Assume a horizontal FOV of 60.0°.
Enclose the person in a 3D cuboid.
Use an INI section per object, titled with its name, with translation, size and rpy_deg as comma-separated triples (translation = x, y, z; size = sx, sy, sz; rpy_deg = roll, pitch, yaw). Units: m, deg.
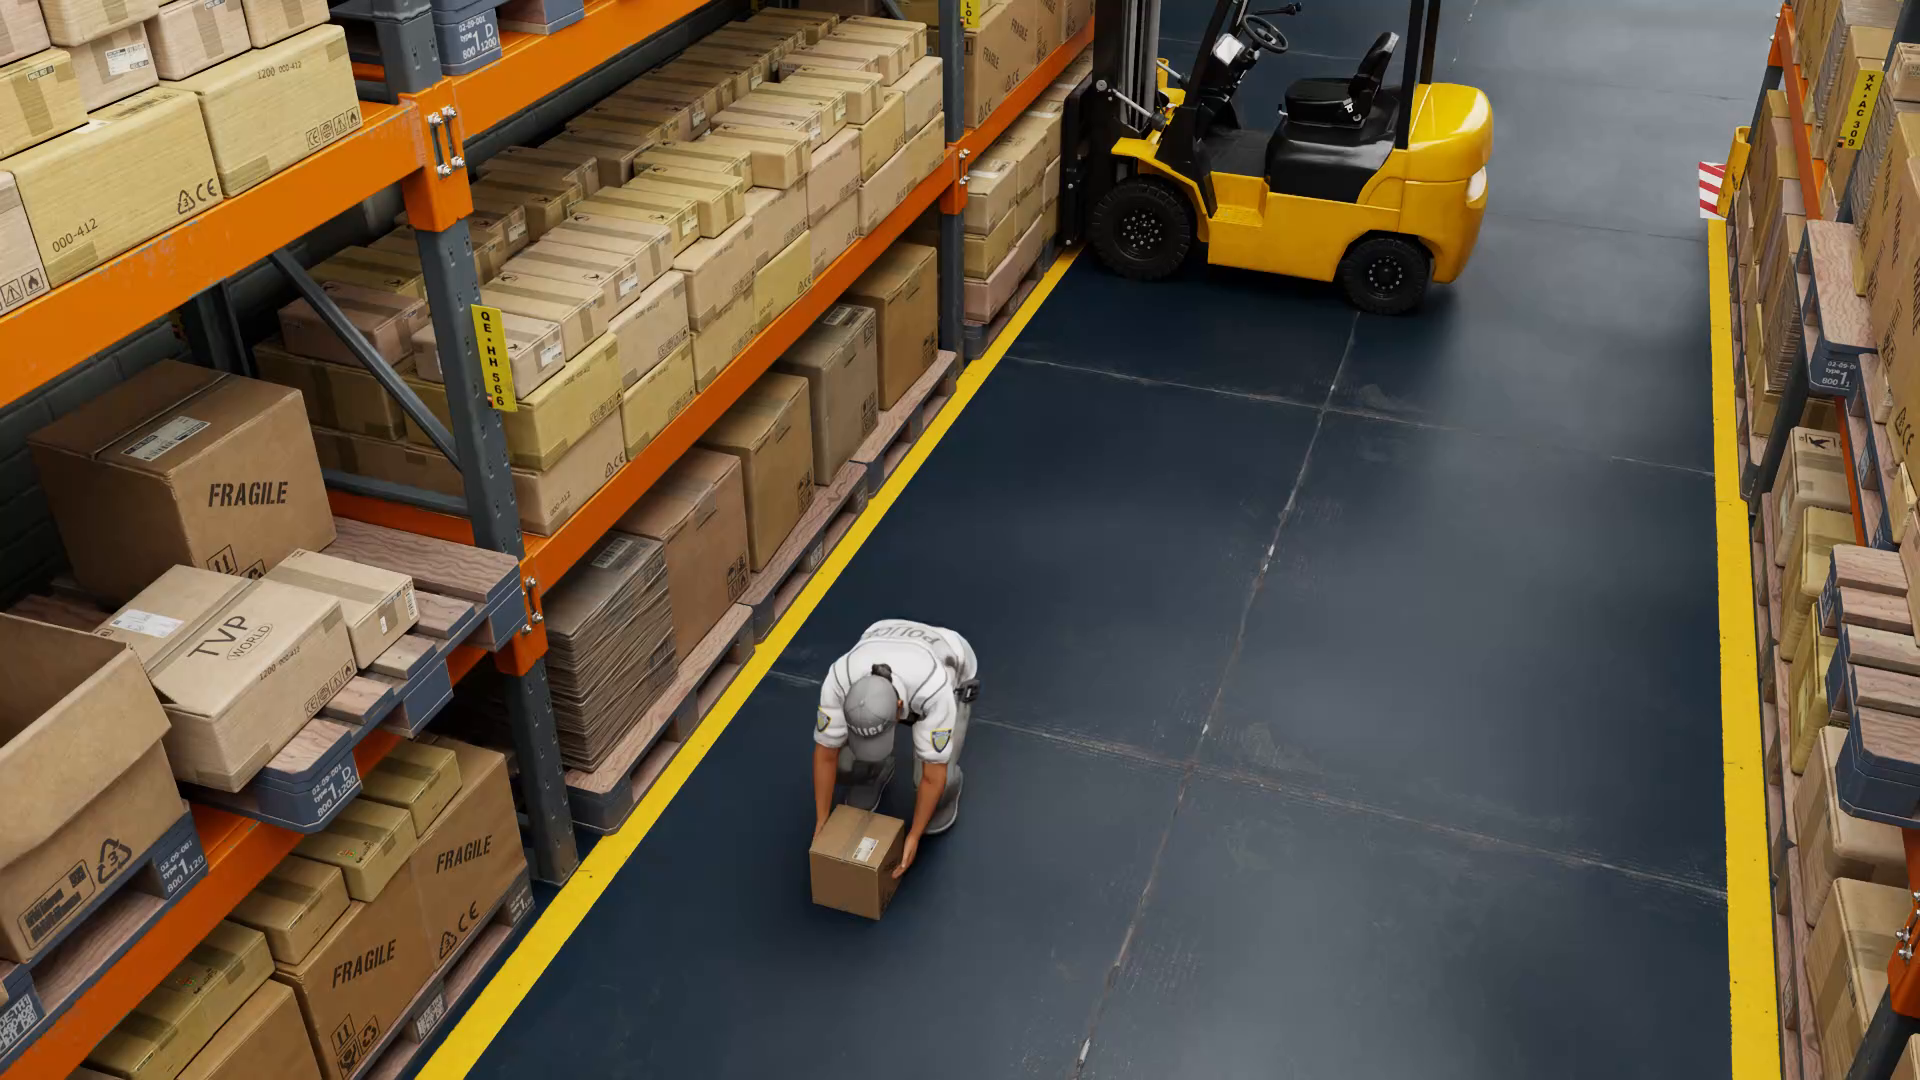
[person]
translation = -0.221, 0.656, 5.839
size = 0.524, 0.908, 0.857
rpy_deg = 11, 35, 16
